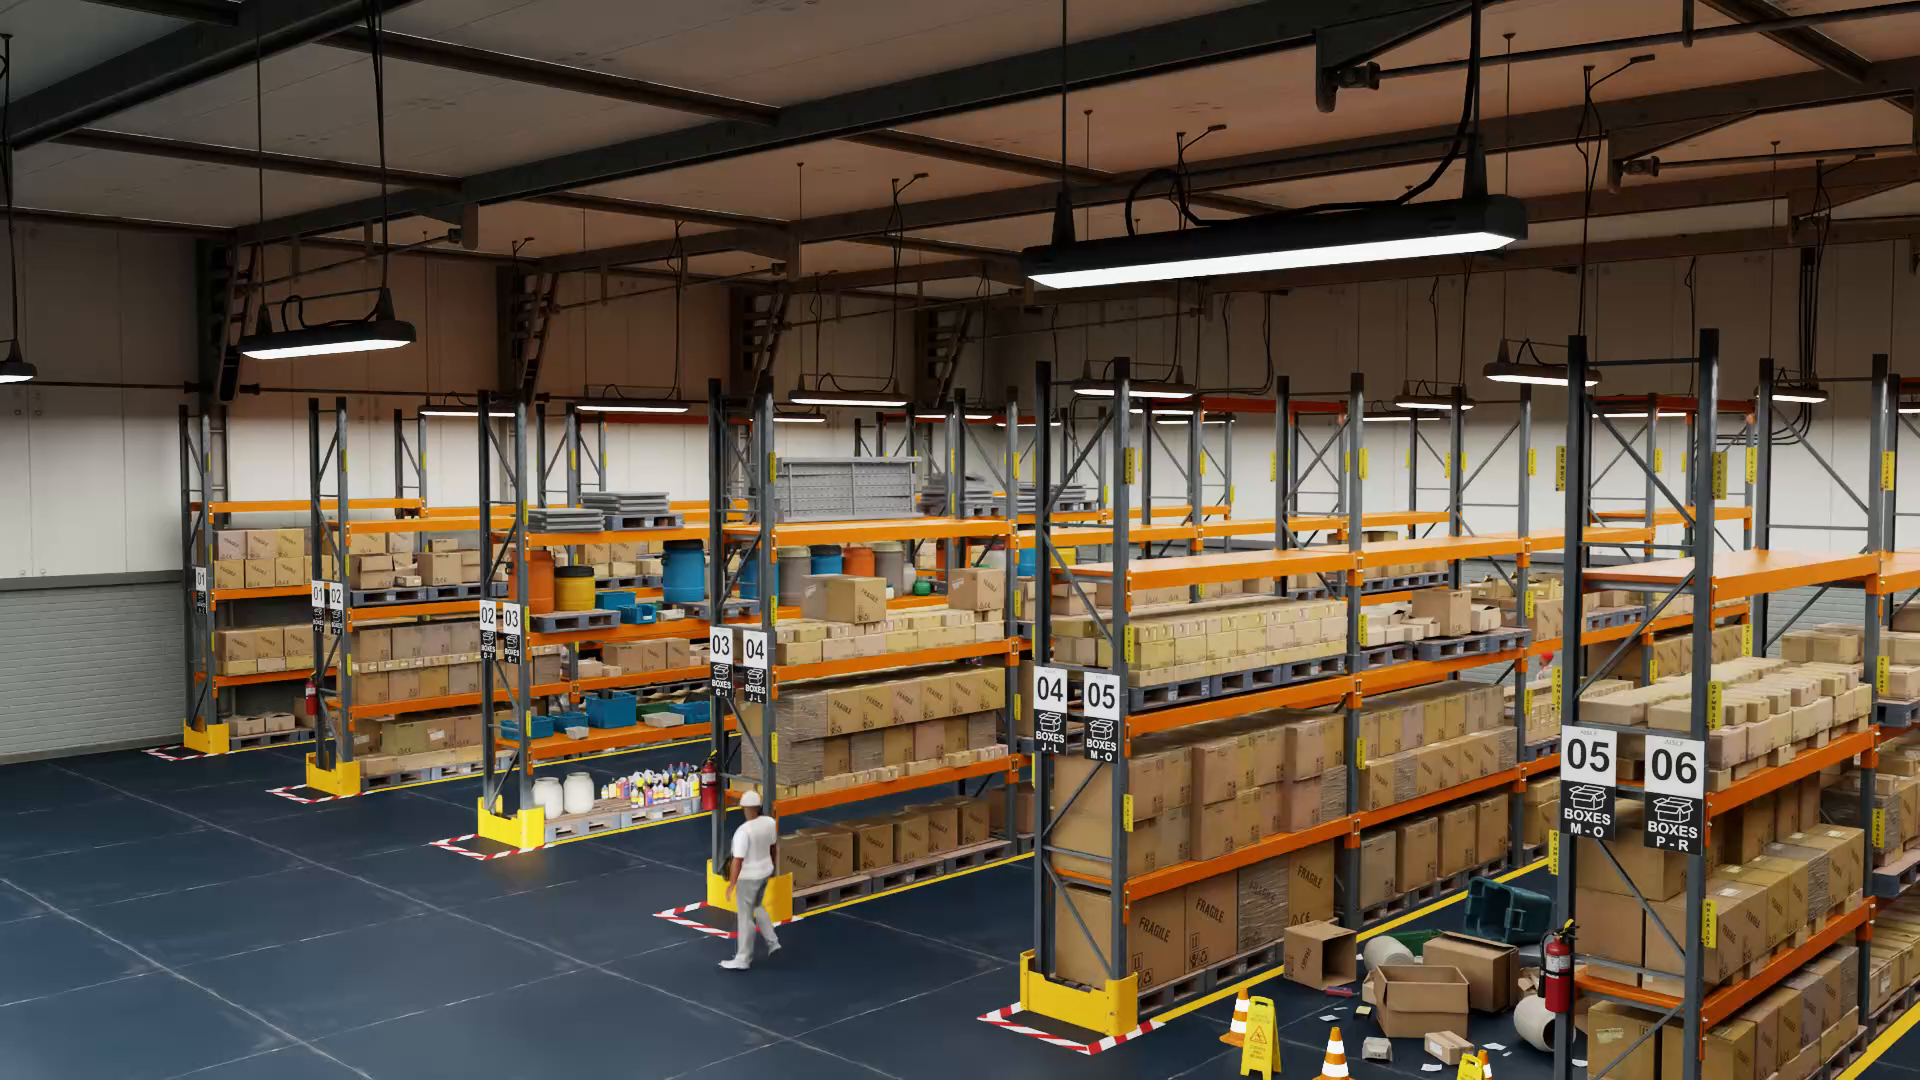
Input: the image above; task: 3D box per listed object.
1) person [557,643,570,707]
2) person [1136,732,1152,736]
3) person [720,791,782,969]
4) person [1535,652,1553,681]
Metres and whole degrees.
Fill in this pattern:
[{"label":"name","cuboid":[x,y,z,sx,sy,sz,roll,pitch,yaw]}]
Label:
[{"label":"person","cuboid":[-7.449,2.607,31.303,0.497,1.783,0.550,-1,3,-11]},{"label":"person","cuboid":[2.349,3.178,21.559,0.370,1.697,0.518,1,3,20]},{"label":"person","cuboid":[-2.091,3.389,16.714,0.501,1.768,0.656,1,3,23]},{"label":"person","cuboid":[10.038,2.780,28.599,0.423,1.801,0.588,0,3,2]}]
